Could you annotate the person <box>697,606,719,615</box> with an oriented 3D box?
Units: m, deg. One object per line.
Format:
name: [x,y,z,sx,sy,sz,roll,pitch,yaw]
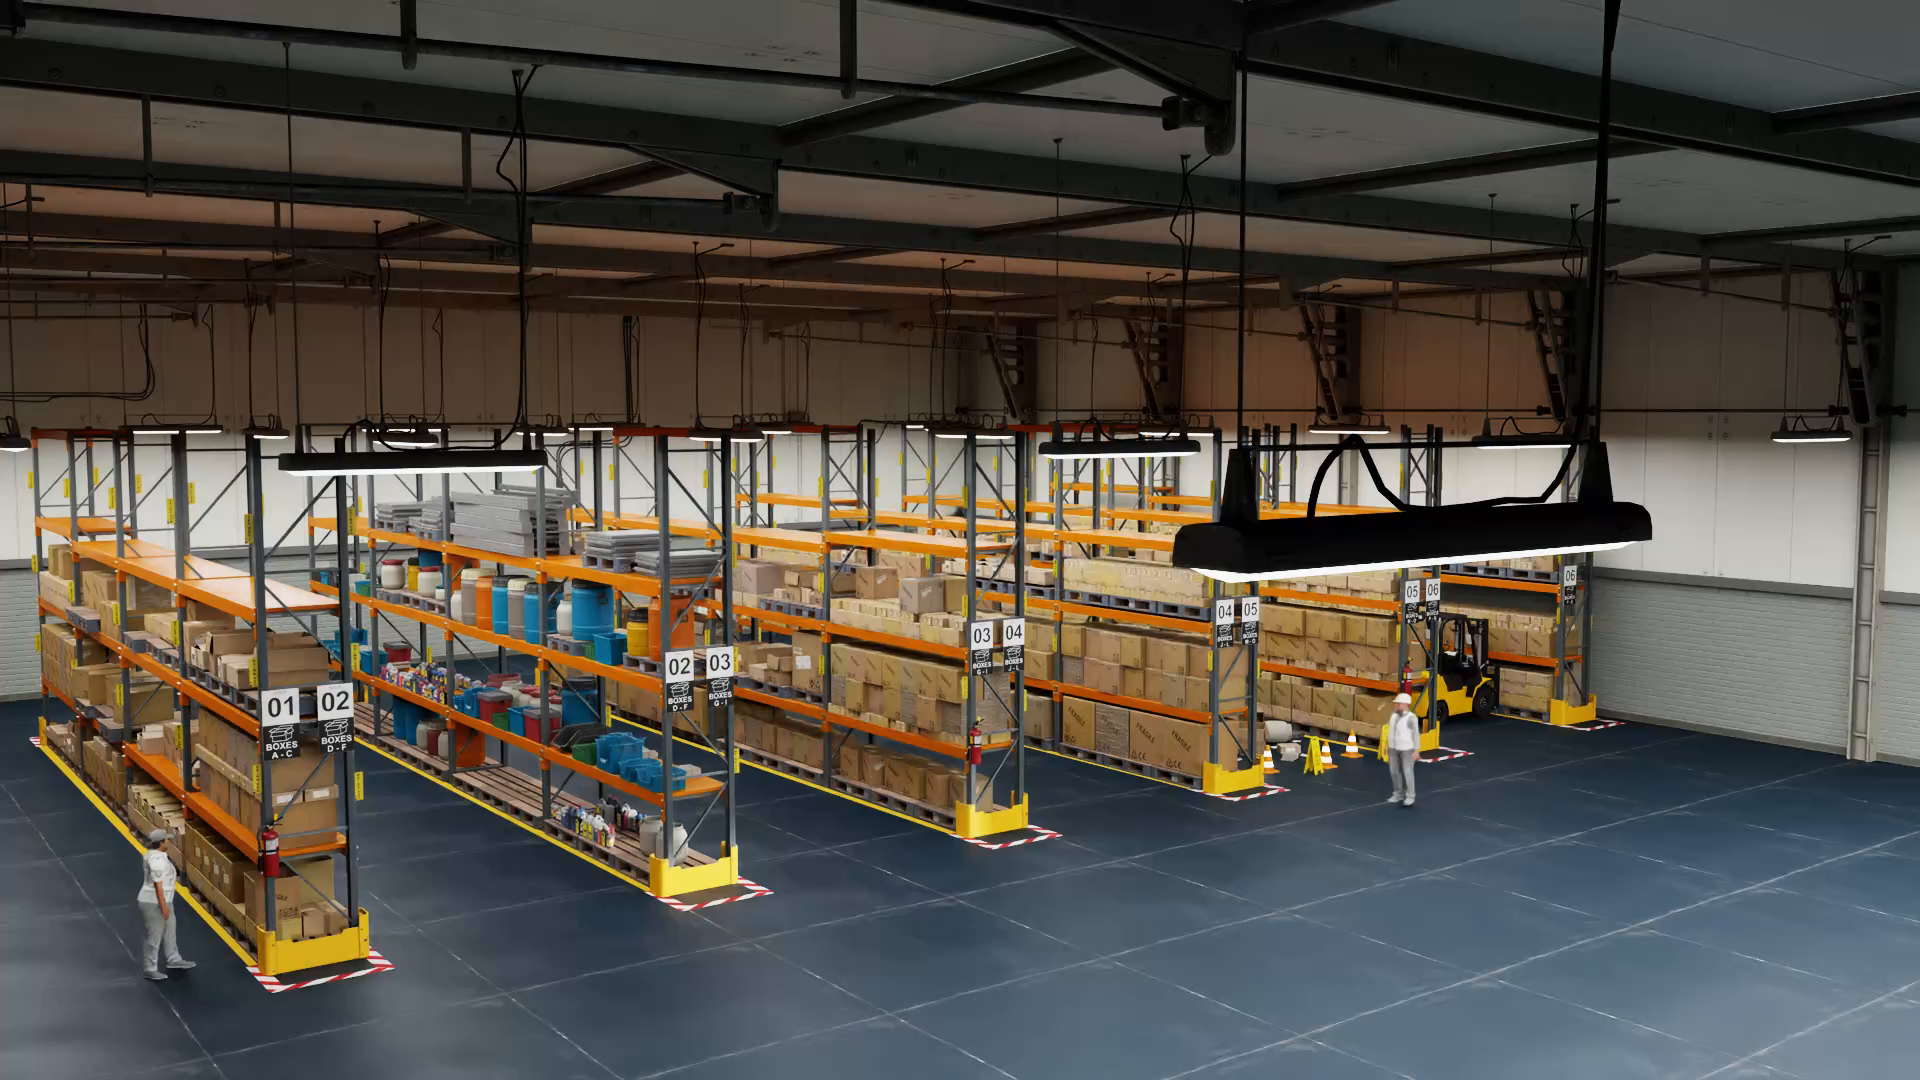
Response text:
person: [-6.241,2.195,41.335,0.597,1.796,0.405,-3,5,-35]

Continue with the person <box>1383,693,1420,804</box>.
person: [7.098,3.358,26.707,0.399,1.810,0.648,-4,6,-42]

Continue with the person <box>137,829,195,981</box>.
person: [-8.900,4.051,18.603,0.533,1.664,0.554,-2,5,-19]
